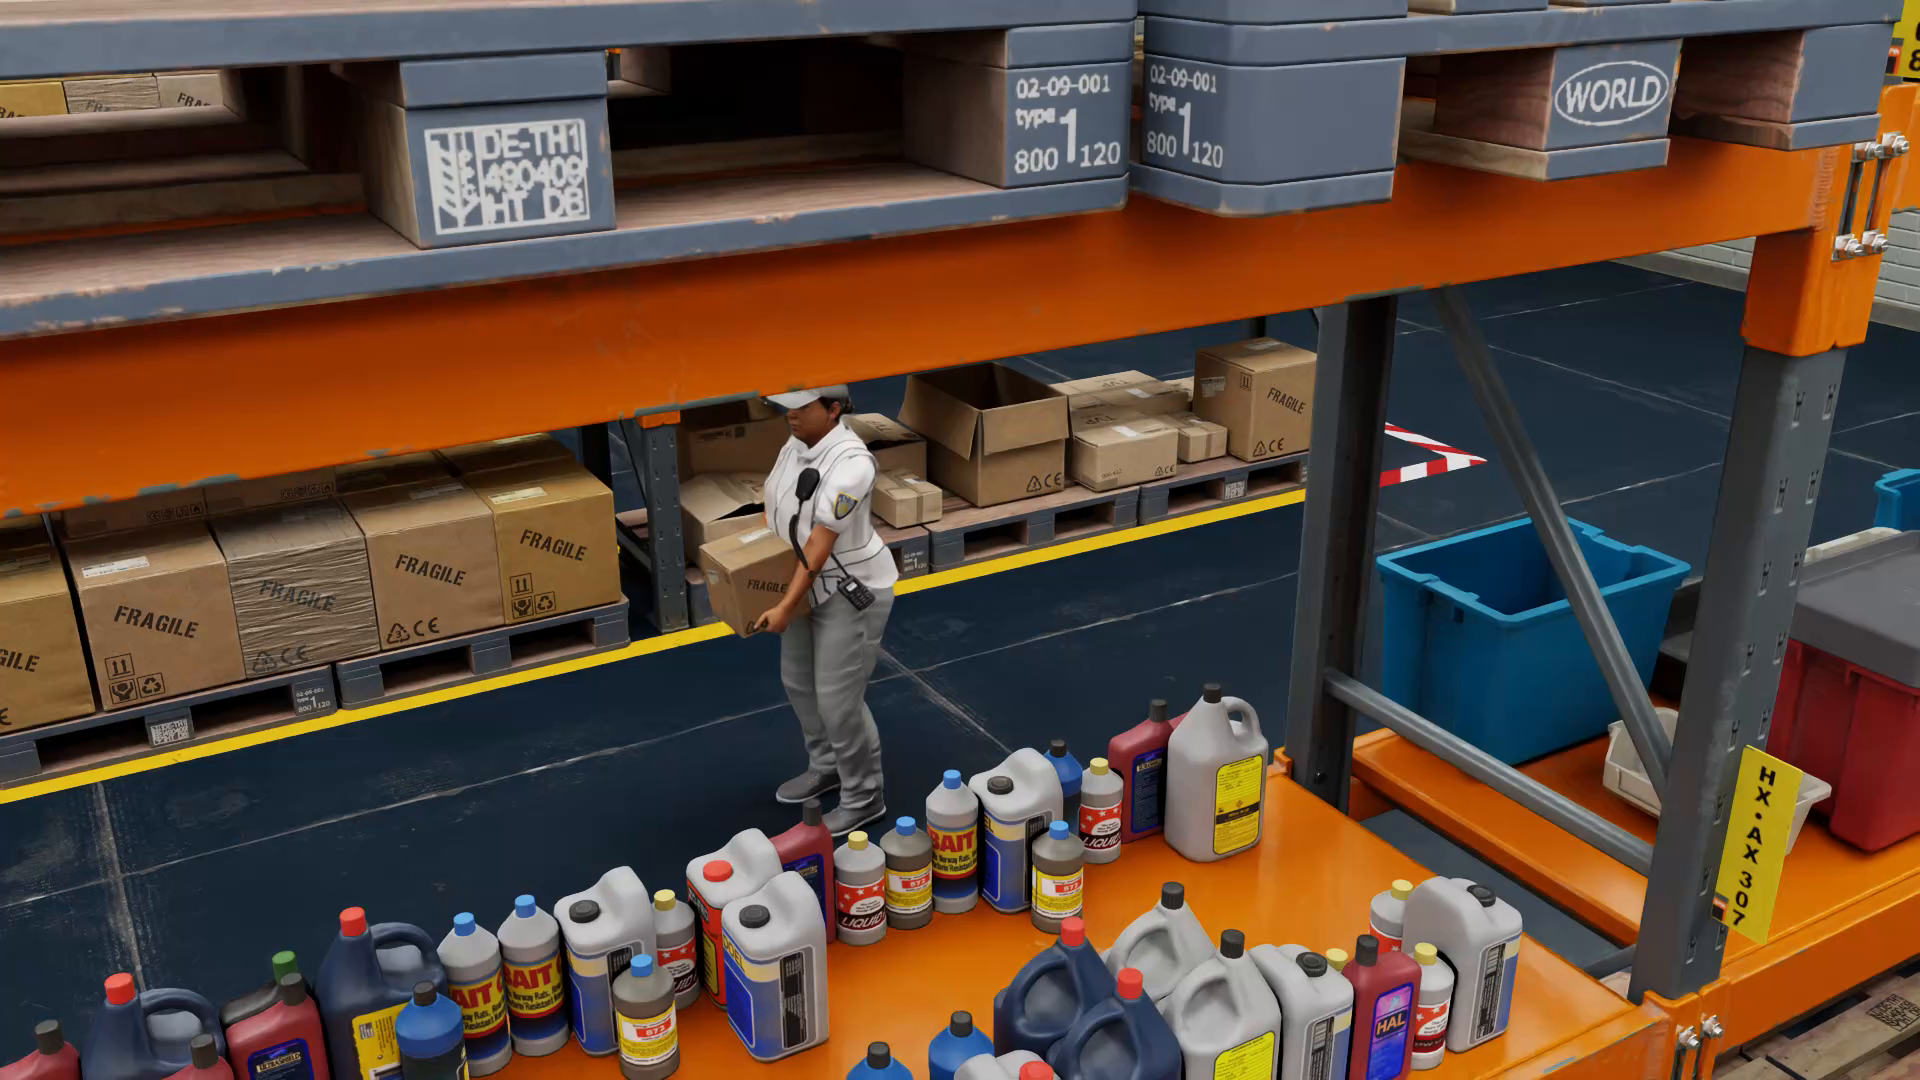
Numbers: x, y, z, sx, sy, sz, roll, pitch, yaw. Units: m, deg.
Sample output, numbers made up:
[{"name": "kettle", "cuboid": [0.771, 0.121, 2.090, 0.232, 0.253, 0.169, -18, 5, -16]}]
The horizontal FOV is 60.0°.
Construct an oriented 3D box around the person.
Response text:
[{"name": "person", "cuboid": [-0.495, 0.201, 5.602, 0.553, 1.661, 0.452, -13, 25, -29]}]
